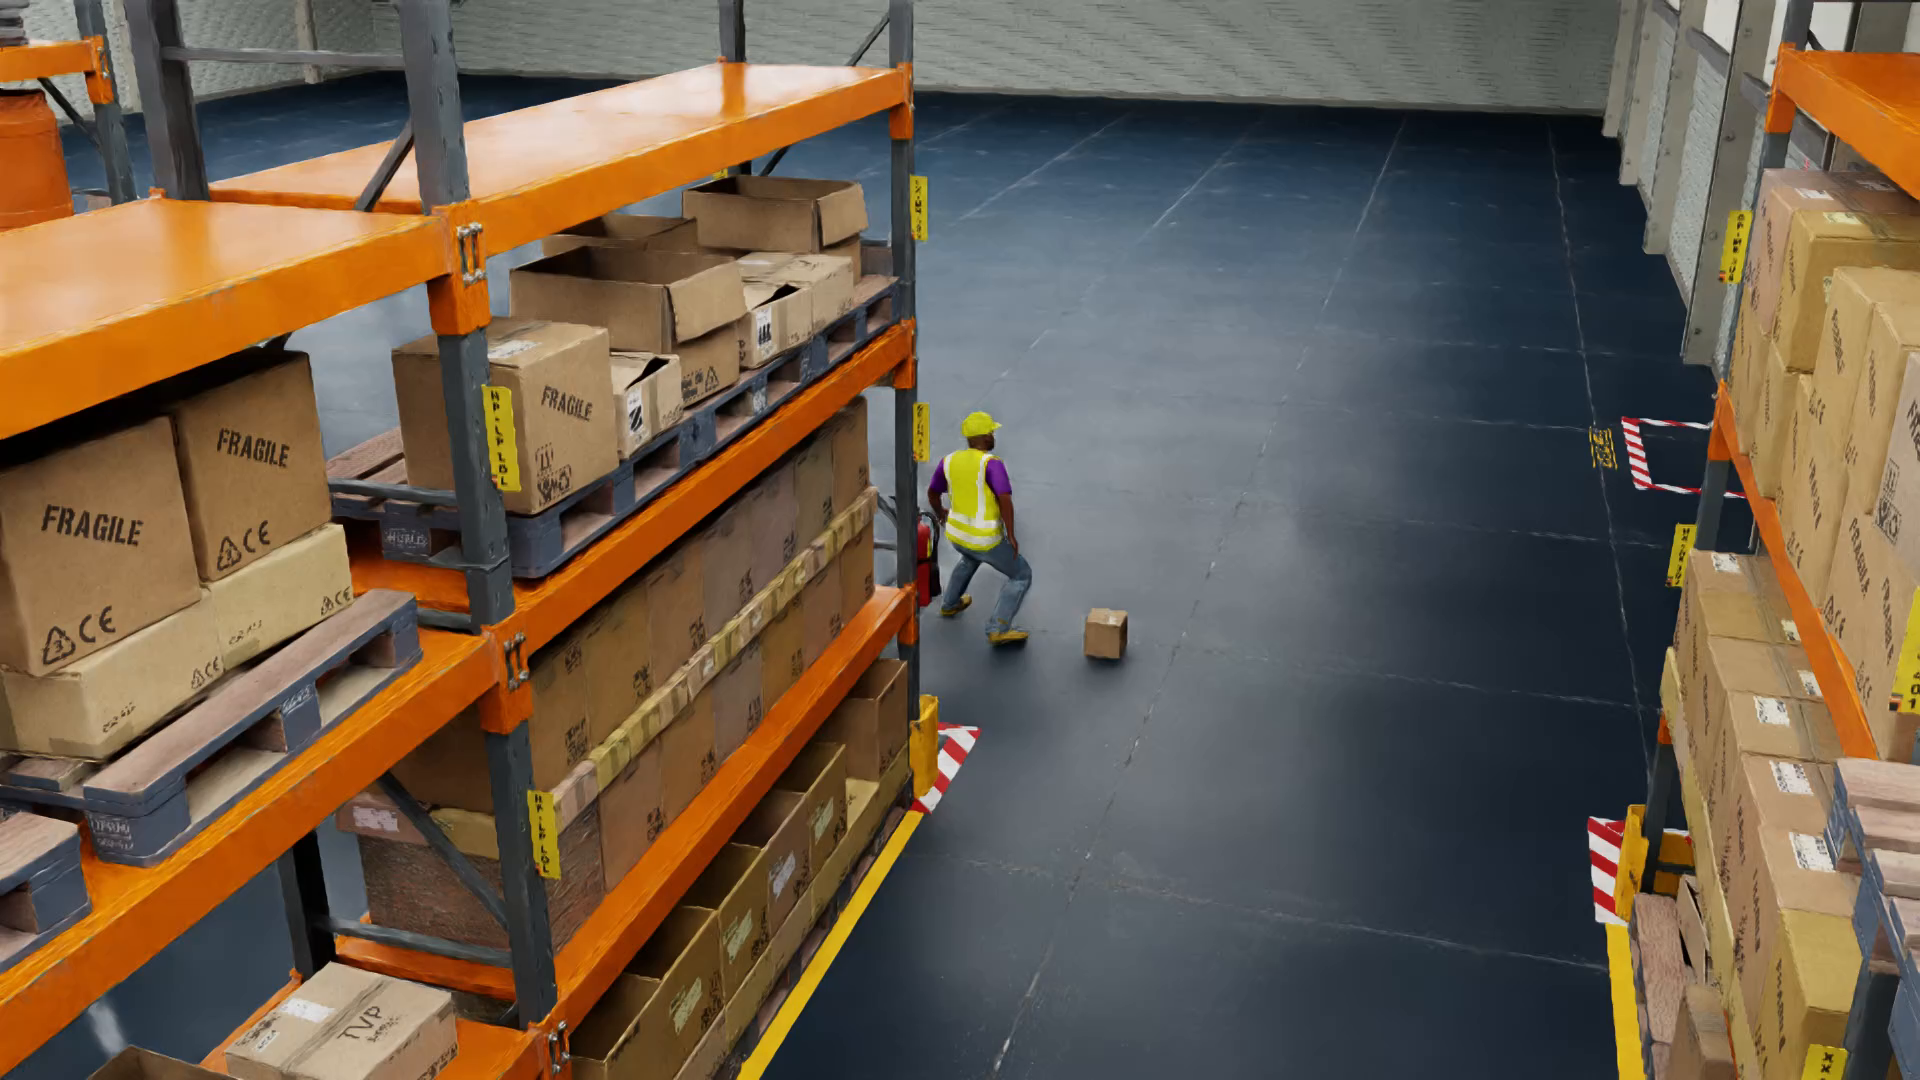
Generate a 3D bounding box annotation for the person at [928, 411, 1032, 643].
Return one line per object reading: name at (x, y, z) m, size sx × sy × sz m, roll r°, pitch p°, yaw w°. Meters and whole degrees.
person at (0.144, -0.111, 11.560) m, size 0.536 × 1.613 × 0.894 m, roll -20°, pitch 29°, yaw -40°
